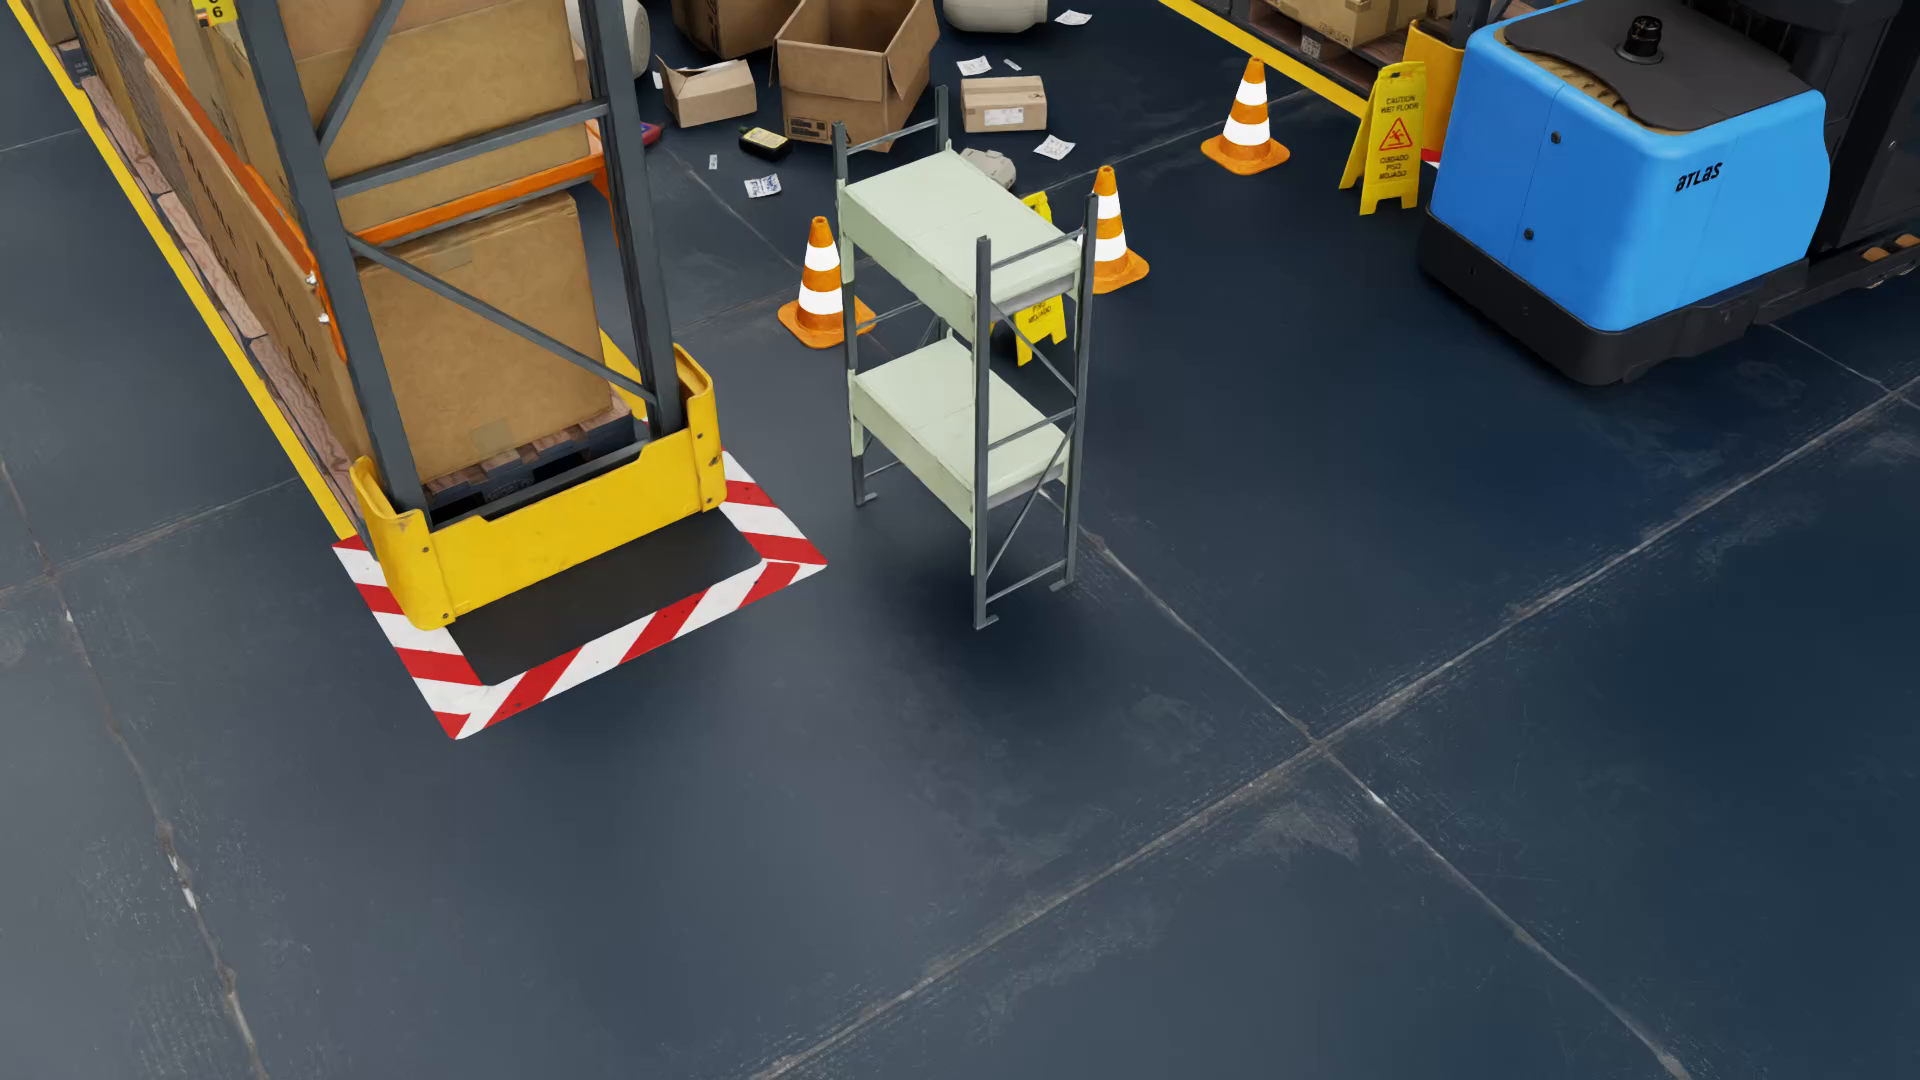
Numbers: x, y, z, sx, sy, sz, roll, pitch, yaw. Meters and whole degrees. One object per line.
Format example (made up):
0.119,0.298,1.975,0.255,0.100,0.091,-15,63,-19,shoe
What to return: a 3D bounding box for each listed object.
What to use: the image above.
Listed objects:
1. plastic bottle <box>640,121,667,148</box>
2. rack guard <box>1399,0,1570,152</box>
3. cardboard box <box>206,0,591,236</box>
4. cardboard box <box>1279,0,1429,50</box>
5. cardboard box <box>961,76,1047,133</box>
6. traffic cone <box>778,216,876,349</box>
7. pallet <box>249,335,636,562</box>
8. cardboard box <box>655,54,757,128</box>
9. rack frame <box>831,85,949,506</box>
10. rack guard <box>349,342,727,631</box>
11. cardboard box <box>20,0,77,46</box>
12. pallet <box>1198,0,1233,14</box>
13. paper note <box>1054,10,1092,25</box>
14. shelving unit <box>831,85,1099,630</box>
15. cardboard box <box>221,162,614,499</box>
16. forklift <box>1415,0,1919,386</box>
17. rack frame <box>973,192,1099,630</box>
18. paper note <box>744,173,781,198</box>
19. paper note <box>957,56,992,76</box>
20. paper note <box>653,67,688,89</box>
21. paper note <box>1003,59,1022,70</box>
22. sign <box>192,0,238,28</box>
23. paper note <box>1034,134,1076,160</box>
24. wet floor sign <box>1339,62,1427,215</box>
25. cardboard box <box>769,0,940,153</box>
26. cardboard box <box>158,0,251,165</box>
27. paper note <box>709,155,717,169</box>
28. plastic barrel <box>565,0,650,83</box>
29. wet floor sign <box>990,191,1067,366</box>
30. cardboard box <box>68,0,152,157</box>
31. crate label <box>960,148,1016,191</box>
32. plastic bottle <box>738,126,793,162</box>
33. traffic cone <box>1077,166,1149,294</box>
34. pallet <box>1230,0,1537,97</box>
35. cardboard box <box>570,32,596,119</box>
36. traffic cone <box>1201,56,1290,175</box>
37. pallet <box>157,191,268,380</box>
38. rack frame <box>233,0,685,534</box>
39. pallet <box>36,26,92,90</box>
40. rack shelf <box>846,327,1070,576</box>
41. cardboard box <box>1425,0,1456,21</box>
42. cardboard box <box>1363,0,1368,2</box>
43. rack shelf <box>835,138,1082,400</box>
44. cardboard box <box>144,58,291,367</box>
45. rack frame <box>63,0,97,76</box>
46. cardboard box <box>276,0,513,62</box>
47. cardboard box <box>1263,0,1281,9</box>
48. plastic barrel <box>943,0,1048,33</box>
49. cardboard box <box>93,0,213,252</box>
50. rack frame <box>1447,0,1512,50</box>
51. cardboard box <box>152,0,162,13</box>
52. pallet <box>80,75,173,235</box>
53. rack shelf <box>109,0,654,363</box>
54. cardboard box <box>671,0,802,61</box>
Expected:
-1.485,-1.857,7.651,0.133,0.061,0.283,26,49,25,plastic bottle
2.565,-2.264,7.759,1.175,0.500,0.348,-26,49,-24,rack guard
-1.644,-1.359,4.893,0.875,0.550,0.550,-26,49,-24,cardboard box
1.911,-2.648,8.038,0.500,0.250,0.500,-26,49,-25,cardboard box
0.202,-2.038,7.777,0.380,0.149,0.250,-3,44,-4,cardboard box
-0.533,-1.057,6.522,0.336,0.463,0.334,-26,49,-24,traffic cone
-1.916,-0.526,6.148,1.003,0.211,1.213,-26,49,-24,pallet
-1.188,-2.143,7.803,0.396,0.266,0.258,-18,46,-18,cardboard box
-0.206,-0.746,5.445,0.400,1.500,0.023,-26,49,-24,rack frame
-1.380,-0.195,5.592,1.175,0.500,0.348,-26,49,-24,rack guard
-4.111,-3.032,8.079,1.050,0.750,0.750,-26,49,-25,cardboard box
1.435,-3.324,9.079,1.003,0.211,1.213,-26,49,-24,pallet
0.584,-2.685,8.540,0.148,0.019,0.142,26,49,25,paper note
0.004,-0.539,5.228,0.431,1.500,0.755,-26,49,-24,shelving unit
-1.836,-0.854,5.707,0.875,0.875,0.875,-25,49,-24,cardboard box
3.415,-2.390,6.131,3.031,2.935,1.130,-21,48,-21,forklift
0.213,-0.331,5.011,0.400,1.500,0.023,-26,49,-24,rack frame
-0.875,-1.573,7.377,0.144,0.017,0.142,-10,45,-11,paper note
0.072,-2.336,8.184,0.148,0.019,0.142,-10,45,-11,paper note
-1.405,-2.255,8.096,0.172,0.023,0.155,-10,45,-11,paper note
0.258,-2.343,8.197,0.032,0.001,0.123,-26,49,-24,paper note
-1.847,-1.410,4.045,0.100,0.325,0.005,-26,49,-24,sign
0.435,-1.800,7.614,0.142,0.019,0.148,26,49,25,paper note
1.839,-1.743,7.109,0.267,0.644,0.232,-10,45,-11,wet floor sign
-0.473,-2.217,7.708,0.637,0.503,0.797,11,45,11,cardboard box
-1.976,-1.662,5.210,0.875,0.550,0.550,-26,49,-24,cardboard box
-1.119,-1.714,7.538,0.032,0.001,0.123,-3,44,-4,paper note
-1.775,-2.409,7.967,0.512,0.421,0.421,4,44,4,plastic barrel
0.246,-1.027,6.358,0.267,0.644,0.232,-35,53,-31,wet floor sign
-3.380,-2.377,7.303,0.875,0.875,0.875,-25,49,-24,cardboard box
0.087,-1.613,7.341,0.298,0.136,0.250,18,47,18,crate label
-0.917,-1.824,7.616,0.283,0.061,0.133,26,49,25,plastic bottle
0.588,-1.310,6.788,0.336,0.463,0.334,-26,49,-24,traffic cone
2.129,-2.634,8.356,1.003,0.211,1.213,-26,49,-24,pallet
-1.953,-2.001,7.482,0.500,0.500,0.500,-18,46,-18,cardboard box
1.304,-1.941,7.449,0.336,0.463,0.334,-26,49,-24,traffic cone
-2.610,-1.216,6.871,1.003,0.211,1.213,-26,49,-24,pallet
-1.394,-1.112,4.743,1.000,3.000,0.127,-26,49,-24,rack frame
-4.186,-2.777,8.506,1.003,0.211,1.213,-26,49,-24,pallet
0.004,-0.303,5.453,0.431,0.370,0.720,-26,49,-24,rack shelf
2.373,-2.849,8.249,0.500,0.250,0.500,-26,49,-25,cardboard box
1.936,-2.904,7.764,0.500,0.500,0.500,-25,49,-24,cardboard box
0.004,-0.821,4.959,0.431,0.370,0.720,-26,49,-24,rack shelf
-2.341,-1.351,6.228,0.875,0.875,0.875,-26,50,-25,cardboard box
-3.682,-3.378,7.116,1.000,3.000,0.127,-26,49,-24,rack frame
-1.575,-1.783,4.555,0.875,0.550,0.550,-26,49,-24,cardboard box
1.635,-2.930,8.335,0.500,0.250,0.500,-26,49,-24,cardboard box
0.185,-2.765,8.340,0.512,0.421,0.421,4,44,4,plastic barrel
-2.861,-1.868,6.769,0.875,0.875,0.875,-25,49,-24,cardboard box
2.608,-3.125,6.851,1.000,3.000,0.127,-26,49,-24,rack frame
-2.531,-2.312,5.891,0.875,0.550,0.500,-26,49,-24,cardboard box
-3.312,-1.908,7.595,1.003,0.211,1.213,-26,49,-24,pallet
-2.538,-1.985,6.178,1.077,0.370,4.000,-26,49,-24,rack shelf
-1.015,-2.792,8.212,0.797,0.637,0.503,-26,49,-24,cardboard box
